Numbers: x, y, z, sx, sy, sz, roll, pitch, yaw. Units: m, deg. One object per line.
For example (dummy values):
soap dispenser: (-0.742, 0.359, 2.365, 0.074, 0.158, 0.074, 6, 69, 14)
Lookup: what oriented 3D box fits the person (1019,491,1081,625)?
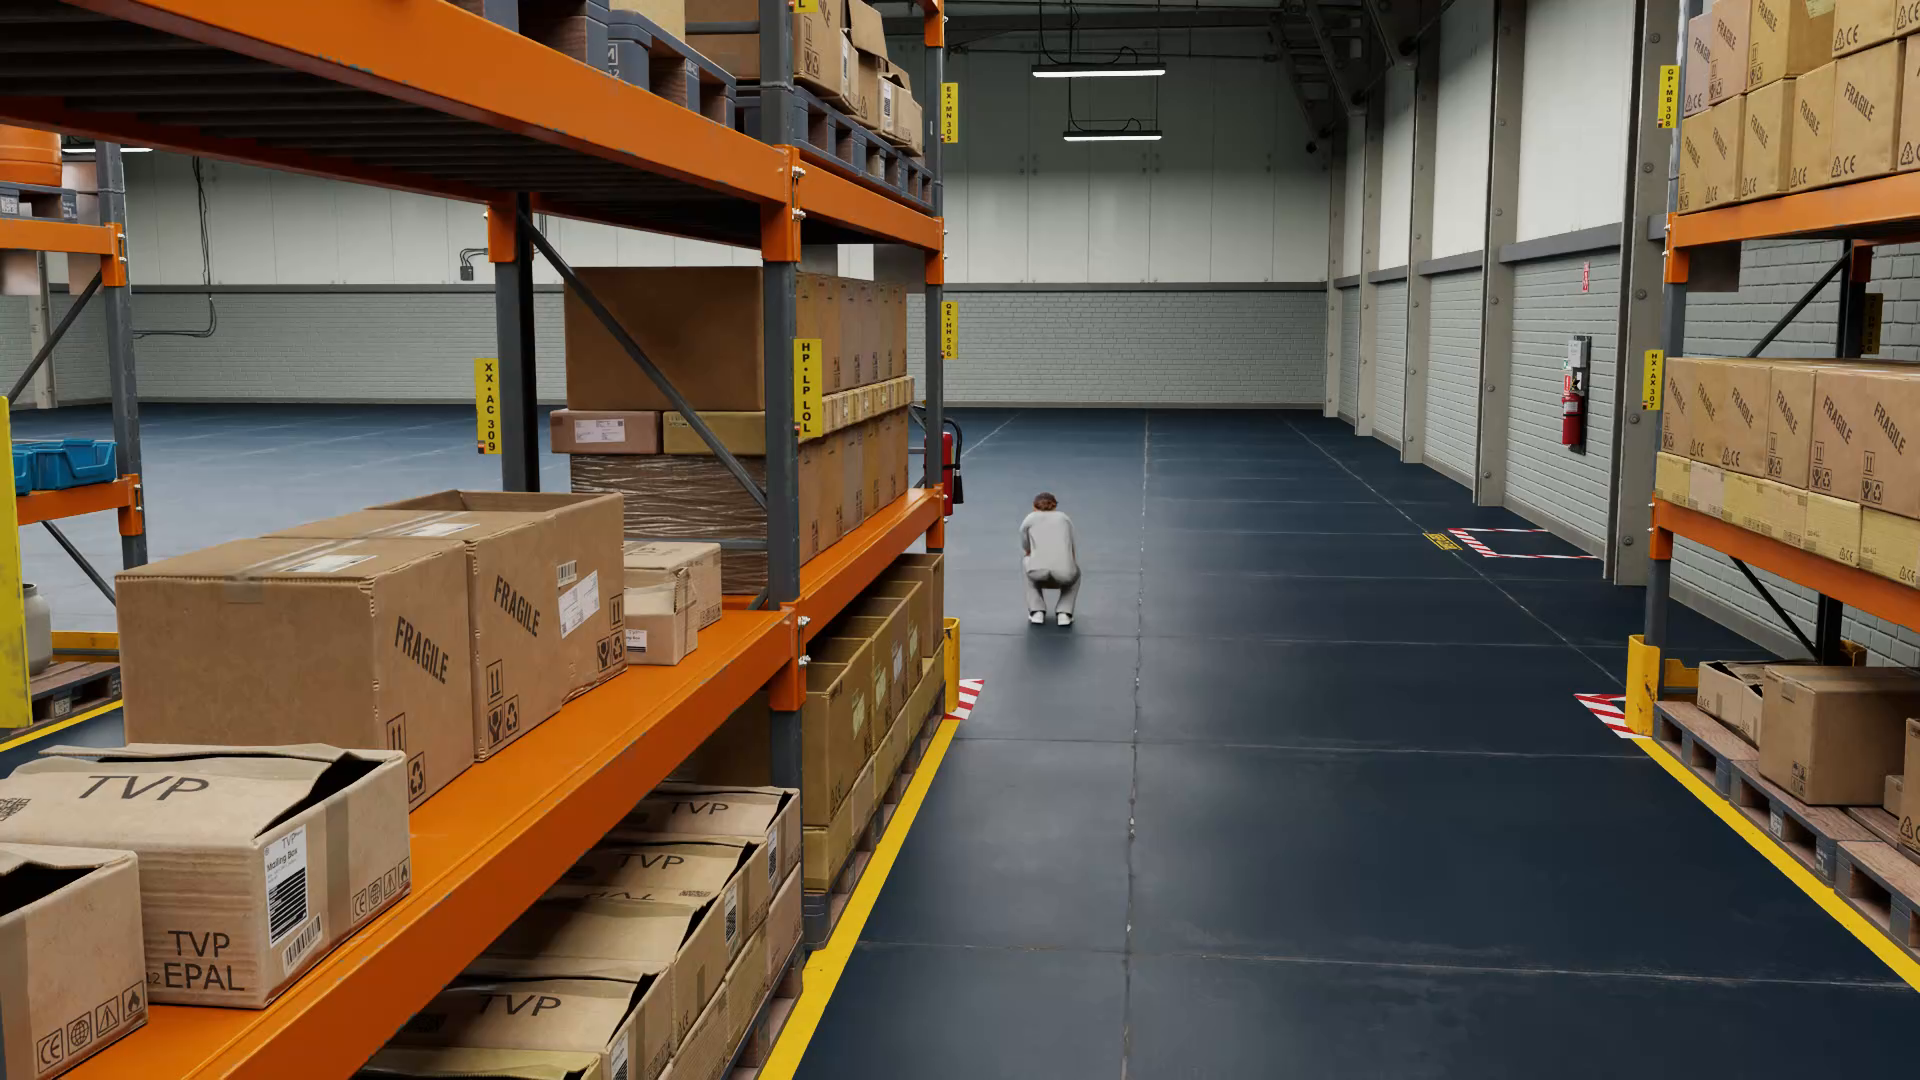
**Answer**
person: (0.678, 0.132, 12.553, 0.467, 0.956, 0.802, 1, 8, 5)
